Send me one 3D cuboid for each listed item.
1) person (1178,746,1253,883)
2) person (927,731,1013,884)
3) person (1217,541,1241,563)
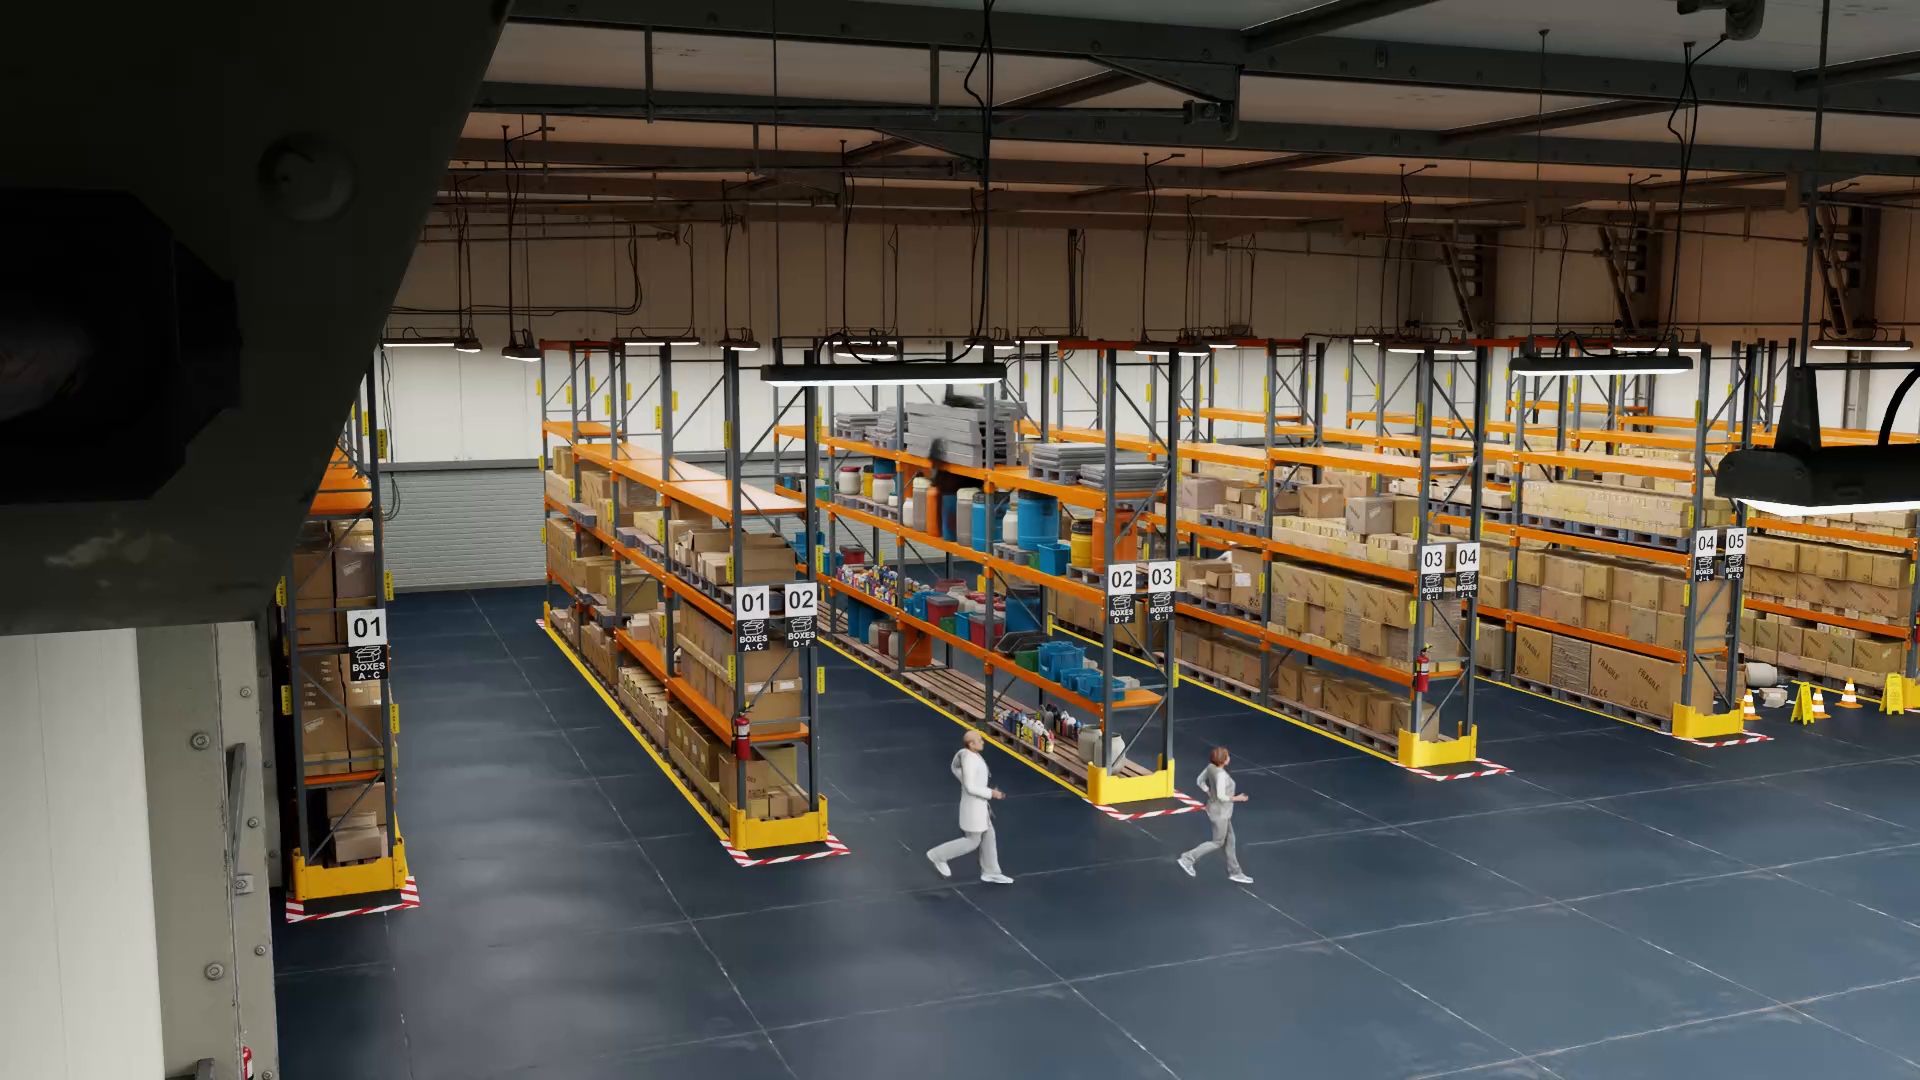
[{"bbox_3d":[2.895,3.215,18.756,0.872,1.371,0.540,0,7,-2],"label":"person"},{"bbox_3d":[0.115,3.146,18.805,0.984,1.551,0.724,0,7,0],"label":"person"},{"bbox_3d":[5.846,0.847,35.494,0.620,1.800,0.811,-4,8,-26],"label":"person"}]
